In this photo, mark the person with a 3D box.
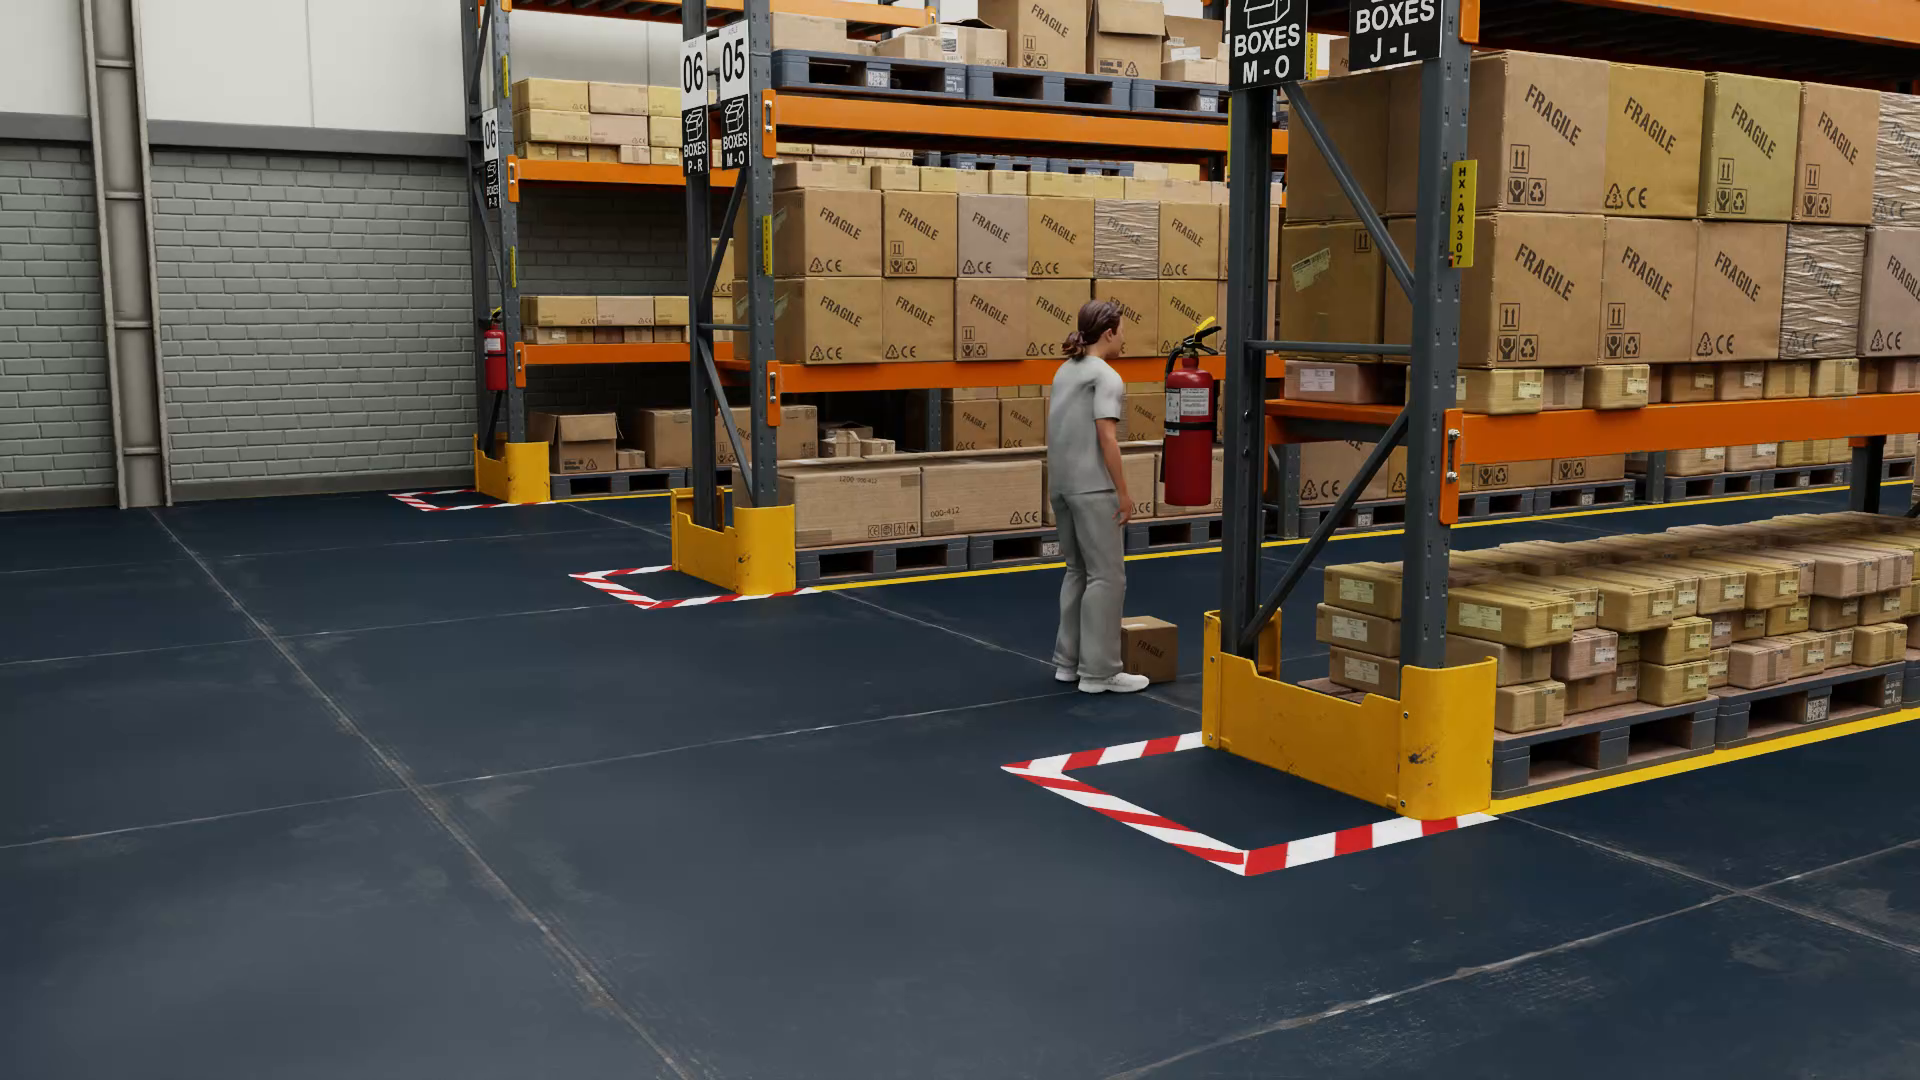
[{"bbox_3d":[0.573,-0.199,7.208,0.361,1.673,0.511,-4,9,-25],"label":"person"}]
